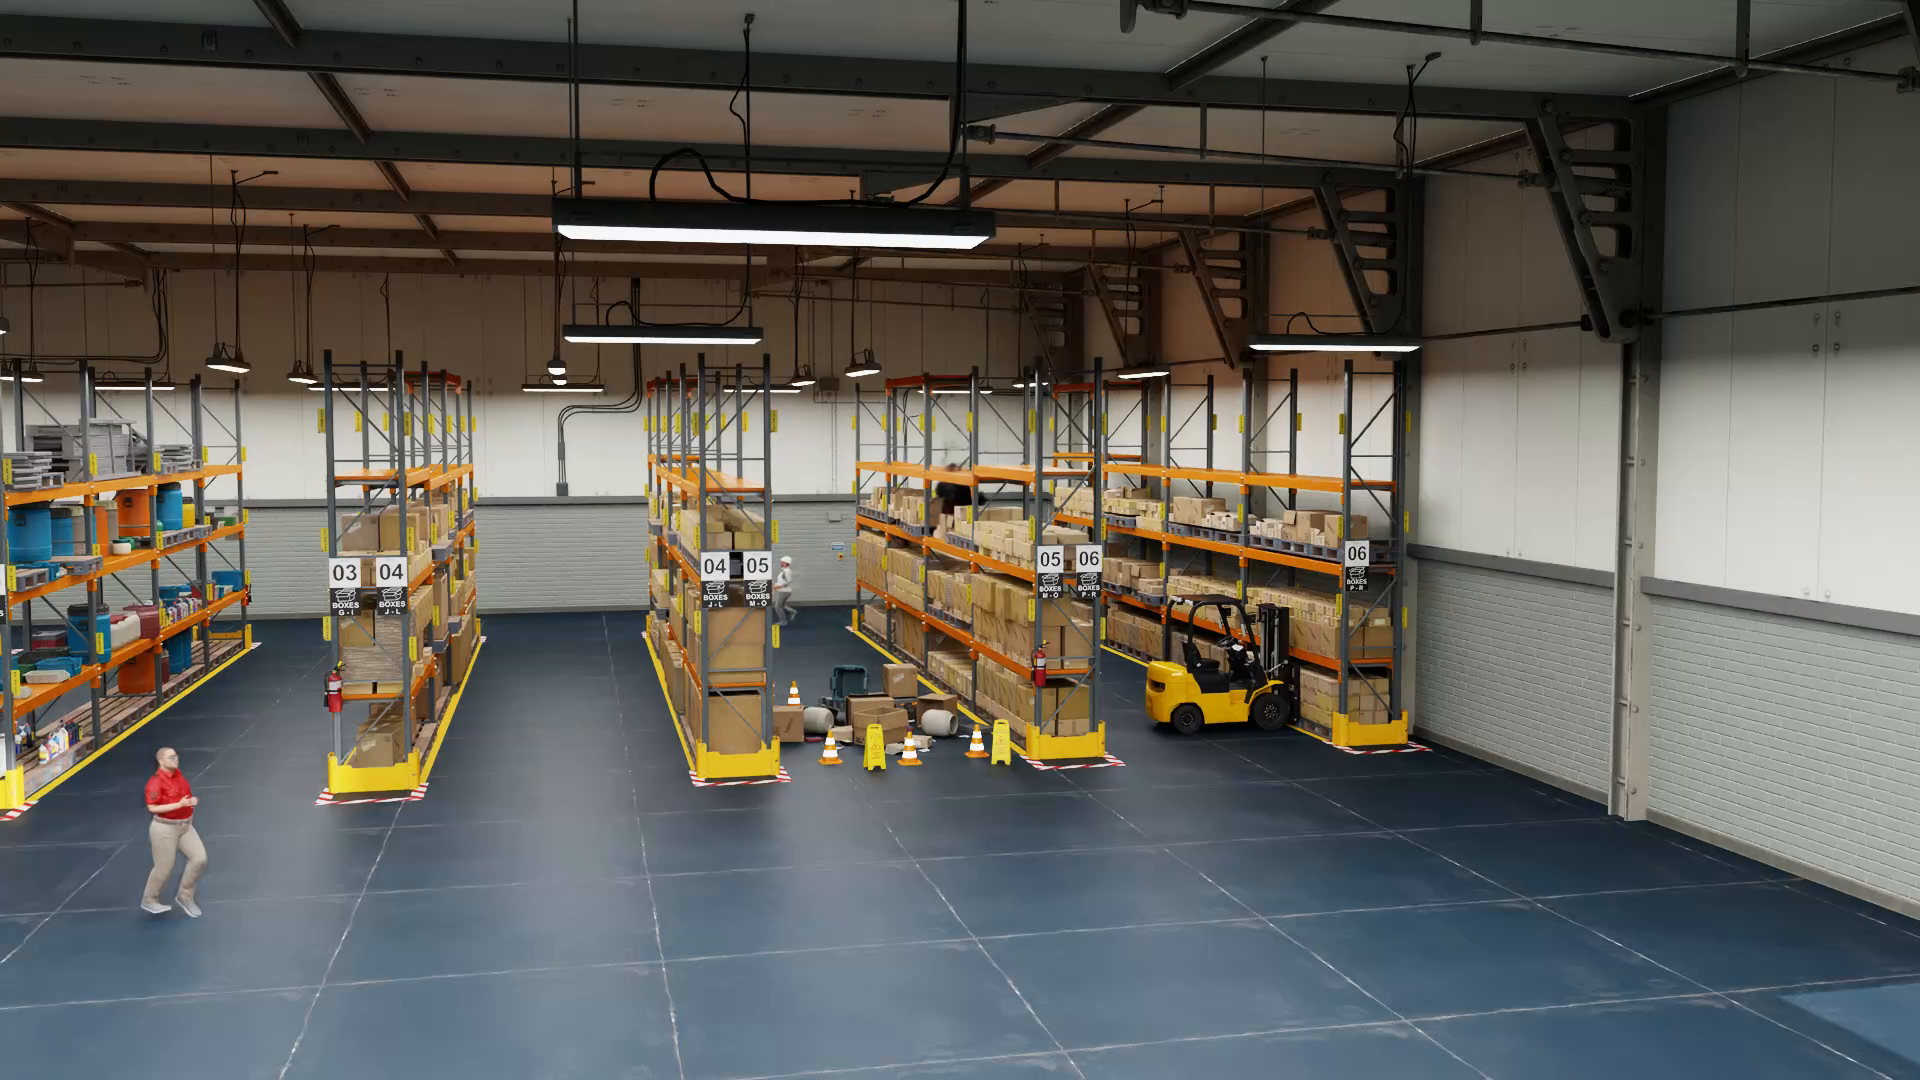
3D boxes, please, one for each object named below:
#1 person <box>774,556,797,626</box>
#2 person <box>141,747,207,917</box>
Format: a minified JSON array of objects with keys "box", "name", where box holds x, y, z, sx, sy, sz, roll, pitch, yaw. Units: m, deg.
[{"box":[-4.338,1.268,41.316,0.610,1.722,0.660,-1,4,-10],"name":"person"},{"box":[-7.966,2.981,16.857,0.727,1.781,0.640,1,4,15],"name":"person"}]
